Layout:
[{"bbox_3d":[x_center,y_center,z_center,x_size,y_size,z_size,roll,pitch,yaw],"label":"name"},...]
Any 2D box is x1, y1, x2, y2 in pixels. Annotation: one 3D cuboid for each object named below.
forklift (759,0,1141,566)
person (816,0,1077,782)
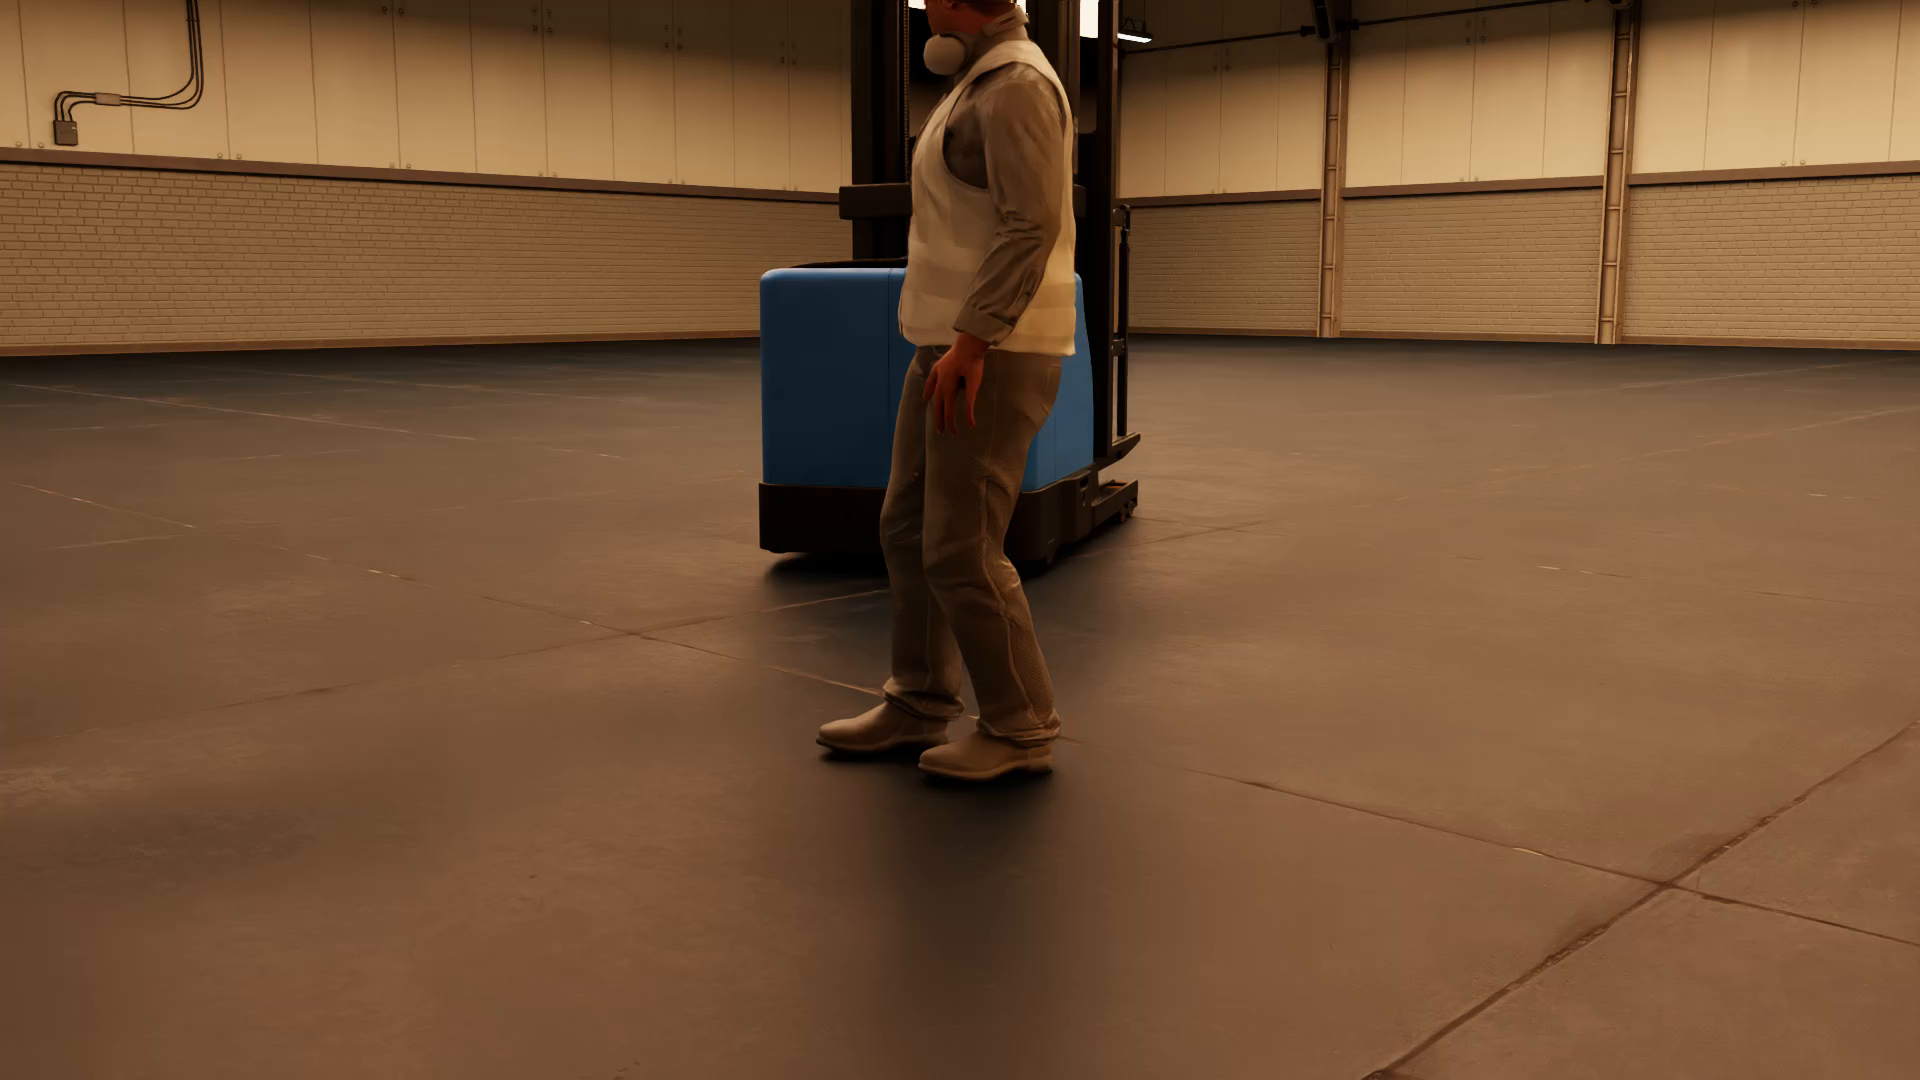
[{"bbox_3d":[0.169,-1.537,7.079,1.130,2.935,3.031,2,9,16],"label":"forklift"},{"bbox_3d":[-0.029,-0.391,3.393,0.525,1.764,0.723,-1,9,-10],"label":"person"}]
